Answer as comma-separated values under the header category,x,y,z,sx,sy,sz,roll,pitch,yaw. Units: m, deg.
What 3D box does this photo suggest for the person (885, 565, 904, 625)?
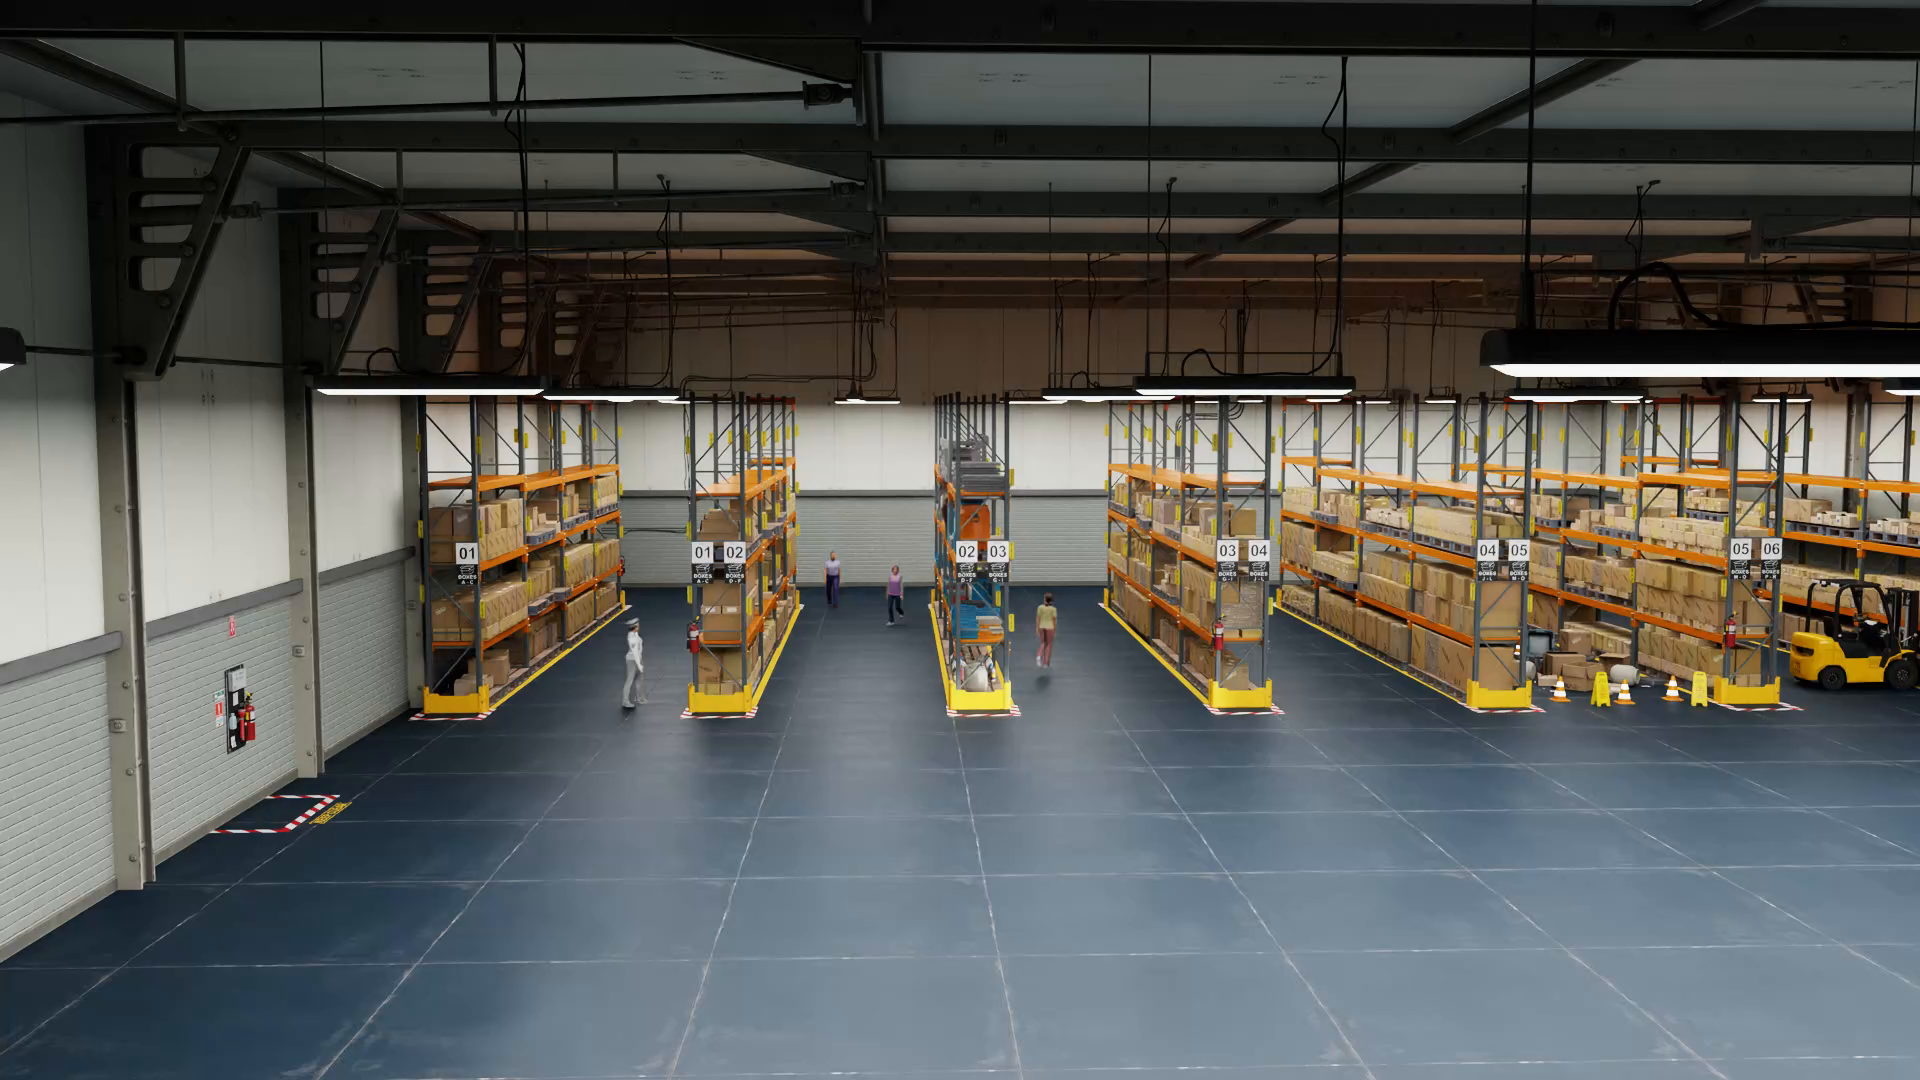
category,x,y,z,sx,sy,sz,roll,pitch,yaw
person,-1.692,1.438,43.575,0.498,1.563,0.638,2,5,21

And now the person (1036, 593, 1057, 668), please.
category,x,y,z,sx,sy,sz,roll,pitch,yaw
person,1.893,1.970,36.167,0.452,1.647,0.484,3,6,35

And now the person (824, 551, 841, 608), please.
category,x,y,z,sx,sy,sz,roll,pitch,yaw
person,-3.636,1.117,47.487,0.485,1.594,0.956,0,5,1

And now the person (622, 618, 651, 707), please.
category,x,y,z,sx,sy,sz,roll,pitch,yaw
person,-6.222,2.352,31.853,0.469,1.727,0.603,0,5,3
